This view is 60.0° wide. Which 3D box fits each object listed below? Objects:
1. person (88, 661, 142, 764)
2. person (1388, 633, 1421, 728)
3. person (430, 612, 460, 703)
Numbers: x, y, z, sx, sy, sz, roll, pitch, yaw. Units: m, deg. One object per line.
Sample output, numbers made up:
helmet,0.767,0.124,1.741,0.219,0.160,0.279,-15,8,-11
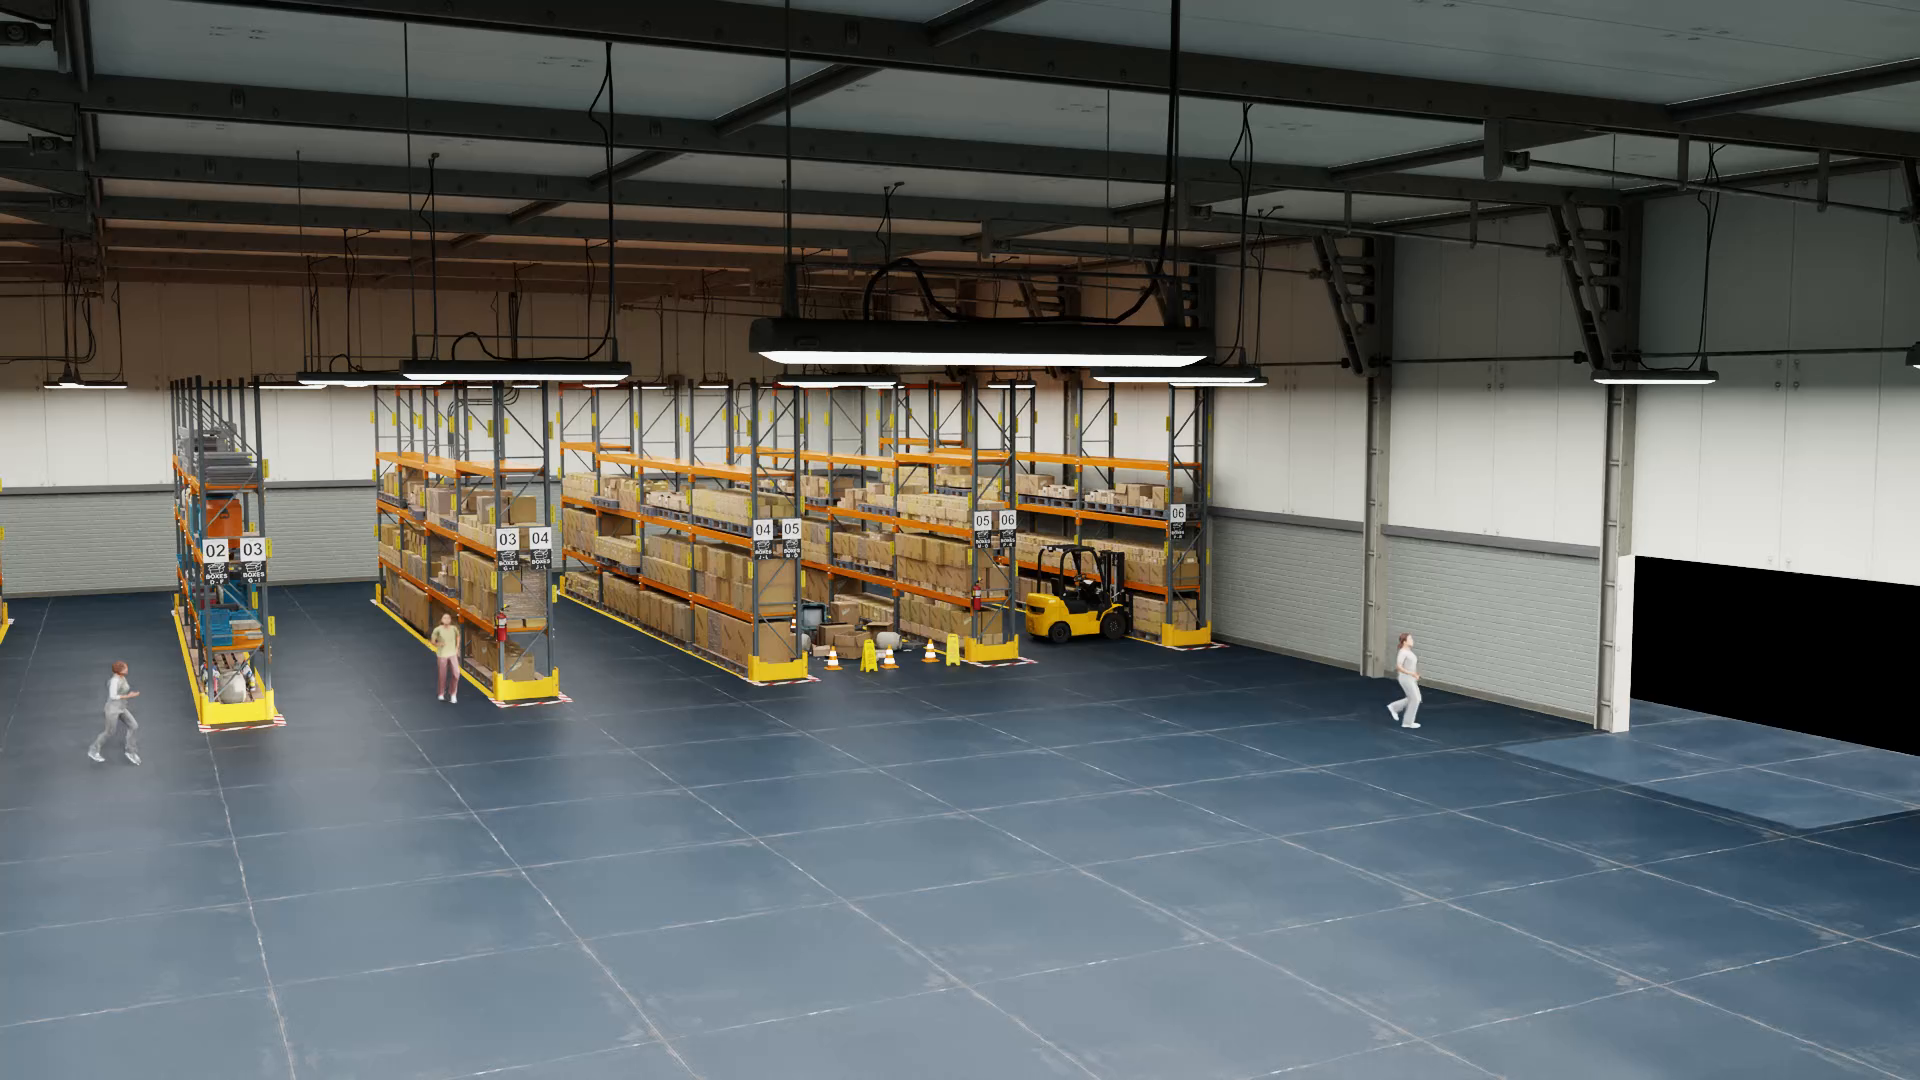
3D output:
person,-13.014,2.662,25.554,0.802,1.626,0.561,-1,5,-6
person,7.588,2.389,28.379,0.594,1.618,0.562,3,6,29
person,-9.452,2.176,30.649,0.589,1.707,0.609,-3,6,-31
